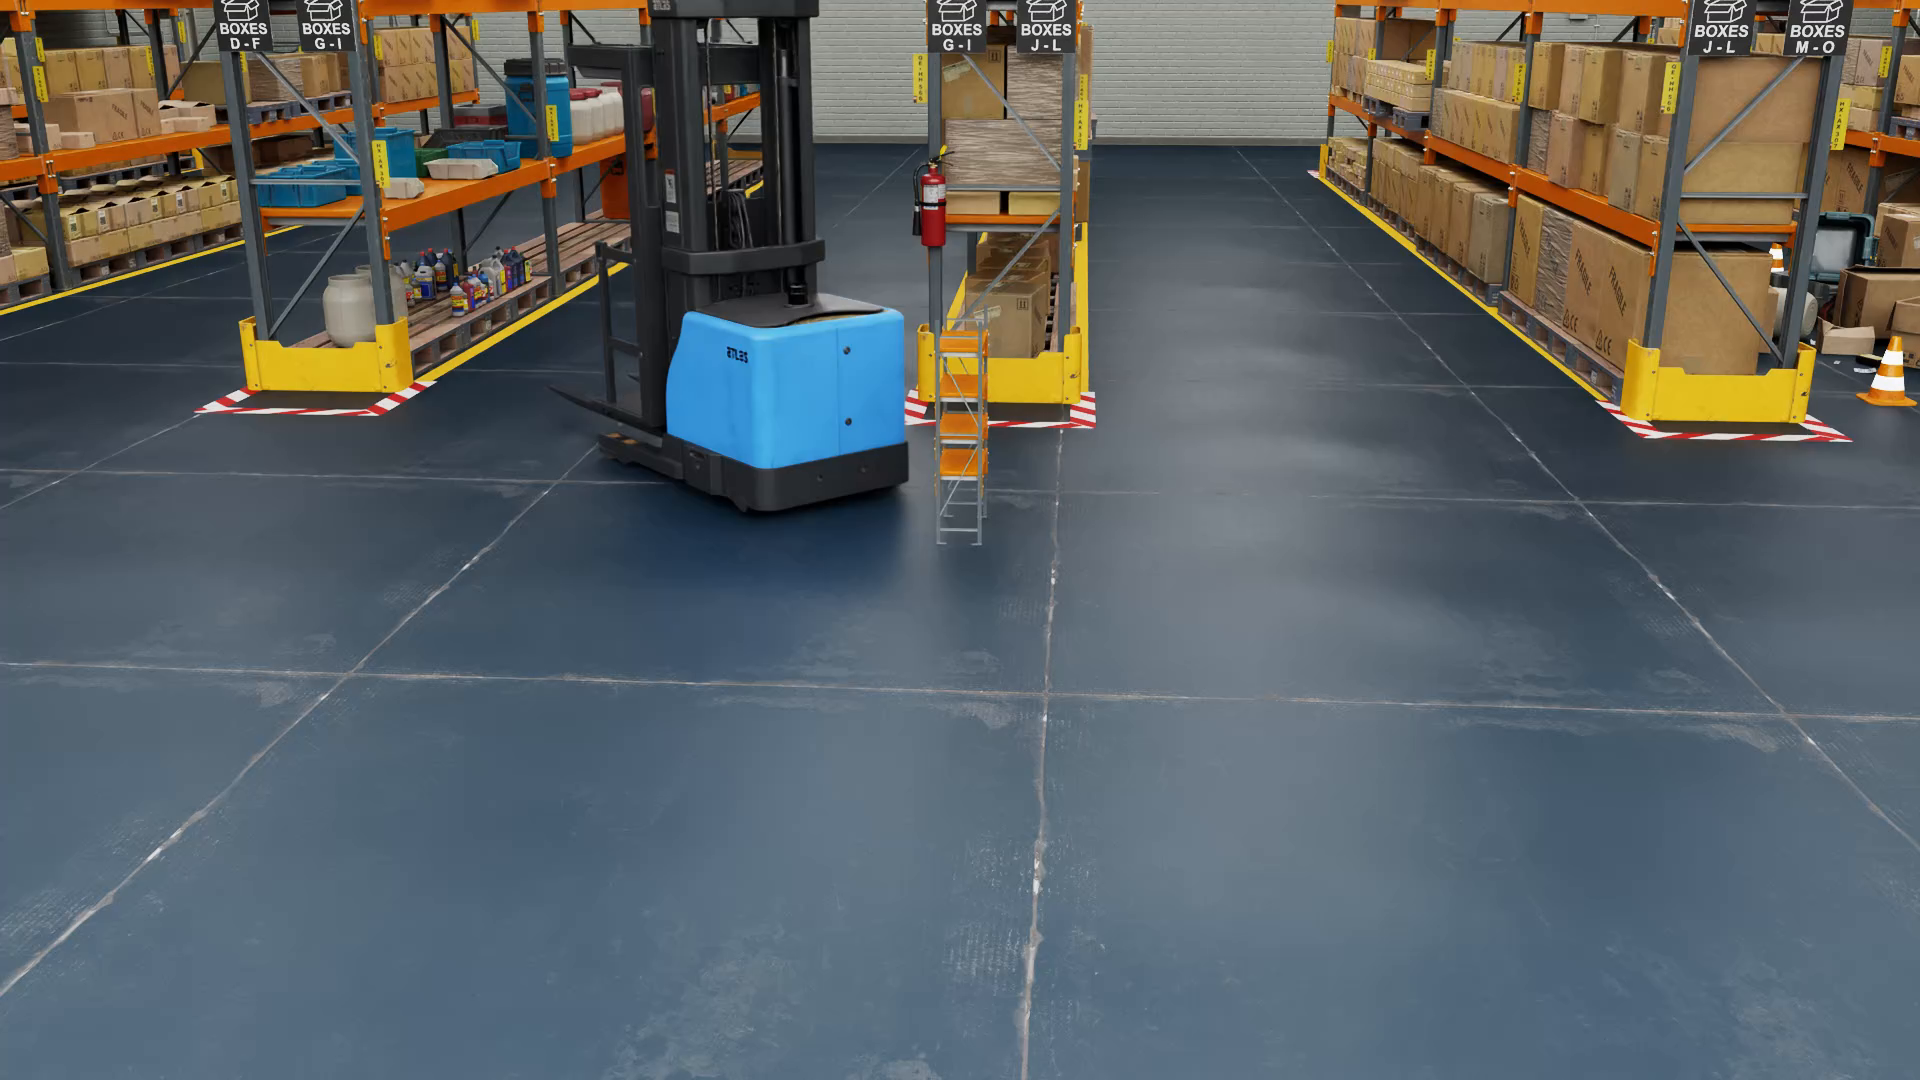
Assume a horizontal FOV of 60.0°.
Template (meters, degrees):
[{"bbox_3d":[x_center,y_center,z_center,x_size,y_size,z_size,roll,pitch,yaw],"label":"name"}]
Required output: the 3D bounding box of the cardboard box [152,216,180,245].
[{"bbox_3d":[-8.925,-3.394,18.205,0.500,0.250,0.500,2,18,5],"label":"cardboard box"}]

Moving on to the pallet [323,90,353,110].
[{"bbox_3d":[-8.904,-6.051,22.882,1.003,0.211,1.213,1,18,4],"label":"pallet"}]

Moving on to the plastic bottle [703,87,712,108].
[{"bbox_3d":[-3.503,-6.088,22.884,0.152,0.276,0.135,1,18,4],"label":"plastic bottle"}]

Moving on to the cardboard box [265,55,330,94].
[{"bbox_3d":[-8.981,-6.278,22.431,0.700,0.500,0.500,4,19,13],"label":"cardboard box"}]

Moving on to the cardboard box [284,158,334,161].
[{"bbox_3d":[-8.601,-4.783,22.010,0.500,0.500,0.500,1,18,2],"label":"cardboard box"}]

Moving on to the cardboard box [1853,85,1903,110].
[{"bbox_3d":[10.522,-5.025,18.879,0.500,0.250,0.500,1,18,4],"label":"cardboard box"}]

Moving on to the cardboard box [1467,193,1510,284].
[{"bbox_3d":[5.464,-2.865,15.786,1.050,0.750,0.750,1,18,4],"label":"cardboard box"}]

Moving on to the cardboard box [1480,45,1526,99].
[{"bbox_3d":[5.648,-4.690,16.652,0.700,0.500,0.500,1,18,3],"label":"cardboard box"}]

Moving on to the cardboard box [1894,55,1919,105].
[{"bbox_3d":[10.478,-4.956,17.919,0.500,0.500,0.500,1,18,2],"label":"cardboard box"}]

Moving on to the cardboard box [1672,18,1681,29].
[{"bbox_3d":[10.932,-7.753,24.958,0.380,0.149,0.250,2,18,6],"label":"cardboard box"}]

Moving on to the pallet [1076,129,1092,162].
[{"bbox_3d":[0.769,-3.824,16.085,1.003,0.211,1.213,1,18,4],"label":"pallet"}]

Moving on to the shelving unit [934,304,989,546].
[{"bbox_3d":[0.012,-0.622,8.893,0.258,1.200,0.503,1,18,4],"label":"shelving unit"}]

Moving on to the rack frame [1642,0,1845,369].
[{"bbox_3d":[5.223,-2.297,11.116,1.000,3.000,0.127,1,18,4],"label":"rack frame"}]

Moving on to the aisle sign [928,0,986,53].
[{"bbox_3d":[-0.021,-3.662,11.106,0.394,0.787,0.004,1,18,4],"label":"aisle sign"}]

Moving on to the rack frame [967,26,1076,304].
[{"bbox_3d":[0.570,-3.681,15.341,1.000,3.000,0.127,1,18,4],"label":"rack frame"}]

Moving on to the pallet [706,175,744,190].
[{"bbox_3d":[-3.783,-5.181,24.395,1.003,0.211,1.213,1,18,4],"label":"pallet"}]

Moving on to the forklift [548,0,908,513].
[{"bbox_3d":[-1.620,-1.938,10.130,1.130,2.935,3.031,-14,23,-37],"label":"forklift"}]

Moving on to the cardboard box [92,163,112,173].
[{"bbox_3d":[-13.483,-5.895,25.437,0.700,0.500,0.500,1,18,3],"label":"cardboard box"}]

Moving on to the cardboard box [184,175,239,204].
[{"bbox_3d":[-8.816,-4.137,19.573,0.500,0.311,0.500,2,18,5],"label":"cardboard box"}]

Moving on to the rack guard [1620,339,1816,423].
[{"bbox_3d":[5.221,-1.102,11.482,1.175,0.500,0.348,1,18,4],"label":"rack guard"}]

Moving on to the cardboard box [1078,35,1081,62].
[{"bbox_3d":[0.777,-4.044,14.204,0.500,0.500,0.500,1,18,4],"label":"cardboard box"}]

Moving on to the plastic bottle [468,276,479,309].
[{"bbox_3d":[-4.192,-2.125,14.265,0.097,0.271,0.097,0,18,0],"label":"plastic bottle"}]

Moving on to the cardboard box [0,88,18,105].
[{"bbox_3d":[-9.117,-4.170,15.630,0.380,0.149,0.250,1,18,4],"label":"cardboard box"}]

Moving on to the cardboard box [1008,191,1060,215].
[{"bbox_3d":[0.541,-2.403,11.842,0.380,0.149,0.250,1,18,4],"label":"cardboard box"}]

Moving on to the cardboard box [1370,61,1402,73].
[{"bbox_3d":[5.582,-6.188,21.764,0.380,0.149,0.250,2,18,5],"label":"cardboard box"}]

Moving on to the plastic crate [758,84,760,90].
[{"bbox_3d":[-3.348,-7.456,26.707,0.616,0.435,0.499,1,18,4],"label":"plastic crate"}]

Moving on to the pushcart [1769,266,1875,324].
[{"bbox_3d":[8.176,-2.249,15.182,1.648,0.377,0.936,-5,19,-15],"label":"pushcart"}]

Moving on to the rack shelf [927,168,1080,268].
[{"bbox_3d":[0.426,-2.718,13.557,1.077,0.370,4.000,1,18,4],"label":"rack shelf"}]

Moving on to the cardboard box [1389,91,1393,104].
[{"bbox_3d":[5.470,-5.423,20.386,0.380,0.149,0.250,2,18,6],"label":"cardboard box"}]

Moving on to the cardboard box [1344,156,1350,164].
[{"bbox_3d":[6.020,-5.772,25.147,0.380,0.149,0.250,0,18,1],"label":"cardboard box"}]

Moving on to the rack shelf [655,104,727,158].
[{"bbox_3d":[-3.940,-5.314,21.477,1.077,0.370,4.000,1,18,4],"label":"rack shelf"}]

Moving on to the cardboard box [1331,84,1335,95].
[{"bbox_3d":[6.020,-7.053,26.035,0.380,0.149,0.250,1,18,3],"label":"cardboard box"}]

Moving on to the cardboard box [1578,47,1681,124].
[{"bbox_3d":[5.319,-3.507,12.833,0.875,0.550,0.500,1,18,4],"label":"cardboard box"}]

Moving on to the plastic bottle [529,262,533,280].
[{"bbox_3d":[-4.086,-2.552,15.680,0.097,0.201,0.097,0,18,0],"label":"plastic bottle"}]

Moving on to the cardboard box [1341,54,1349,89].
[{"bbox_3d":[6.001,-7.003,24.840,0.500,0.500,0.500,2,18,5],"label":"cardboard box"}]

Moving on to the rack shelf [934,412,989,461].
[{"bbox_3d":[0.012,-0.558,8.914,0.258,0.148,0.480,1,18,4],"label":"rack shelf"}]

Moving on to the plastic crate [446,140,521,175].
[{"bbox_3d":[-4.179,-3.371,14.634,0.499,0.251,0.616,1,18,4],"label":"plastic crate"}]

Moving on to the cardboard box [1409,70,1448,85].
[{"bbox_3d":[5.374,-5.307,19.075,0.380,0.149,0.250,1,18,2],"label":"cardboard box"}]

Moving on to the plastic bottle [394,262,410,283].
[{"bbox_3d":[-4.900,-2.252,14.527,0.144,0.351,0.185,2,18,6],"label":"plastic bottle"}]

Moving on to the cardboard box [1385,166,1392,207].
[{"bbox_3d":[5.705,-4.485,21.132,0.500,0.500,0.500,2,18,5],"label":"cardboard box"}]

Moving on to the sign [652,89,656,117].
[{"bbox_3d":[-3.535,-5.102,19.413,0.100,0.325,0.005,1,18,4],"label":"sign"}]

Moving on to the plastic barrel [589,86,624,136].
[{"bbox_3d":[-3.945,-4.763,18.462,0.421,0.512,0.421,0,18,0],"label":"plastic barrel"}]

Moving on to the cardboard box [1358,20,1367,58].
[{"bbox_3d":[5.879,-7.001,23.226,0.500,0.500,0.500,1,18,2],"label":"cardboard box"}]

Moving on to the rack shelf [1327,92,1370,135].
[{"bbox_3d":[6.226,-6.303,24.497,1.077,0.370,4.000,1,18,4],"label":"rack shelf"}]

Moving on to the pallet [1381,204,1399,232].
[{"bbox_3d":[5.944,-4.077,21.026,1.003,0.211,1.213,1,18,4],"label":"pallet"}]

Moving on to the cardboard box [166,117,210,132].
[{"bbox_3d":[-8.813,-4.741,18.978,0.380,0.149,0.250,1,18,4],"label":"cardboard box"}]

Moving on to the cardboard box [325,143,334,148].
[{"bbox_3d":[-8.980,-5.593,24.482,0.500,0.500,0.500,1,18,4],"label":"cardboard box"}]

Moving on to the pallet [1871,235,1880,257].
[{"bbox_3d":[10.683,-3.135,18.150,1.003,0.211,1.213,1,18,4],"label":"pallet"}]

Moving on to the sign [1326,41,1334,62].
[{"bbox_3d":[5.829,-7.690,26.183,0.100,0.325,0.005,1,18,4],"label":"sign"}]

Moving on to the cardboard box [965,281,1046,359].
[{"bbox_3d":[0.344,-1.644,12.464,0.500,0.500,0.500,5,19,14],"label":"cardboard box"}]

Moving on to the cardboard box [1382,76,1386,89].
[{"bbox_3d":[5.507,-5.726,20.831,0.380,0.149,0.250,1,18,3],"label":"cardboard box"}]

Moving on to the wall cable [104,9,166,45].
[{"bbox_3d":[-14.244,-8.642,28.847,0.084,1.984,1.851,1,18,4],"label":"wall cable"}]

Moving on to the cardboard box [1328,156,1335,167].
[{"bbox_3d":[6.013,-5.955,26.185,0.380,0.149,0.250,2,18,5],"label":"cardboard box"}]
